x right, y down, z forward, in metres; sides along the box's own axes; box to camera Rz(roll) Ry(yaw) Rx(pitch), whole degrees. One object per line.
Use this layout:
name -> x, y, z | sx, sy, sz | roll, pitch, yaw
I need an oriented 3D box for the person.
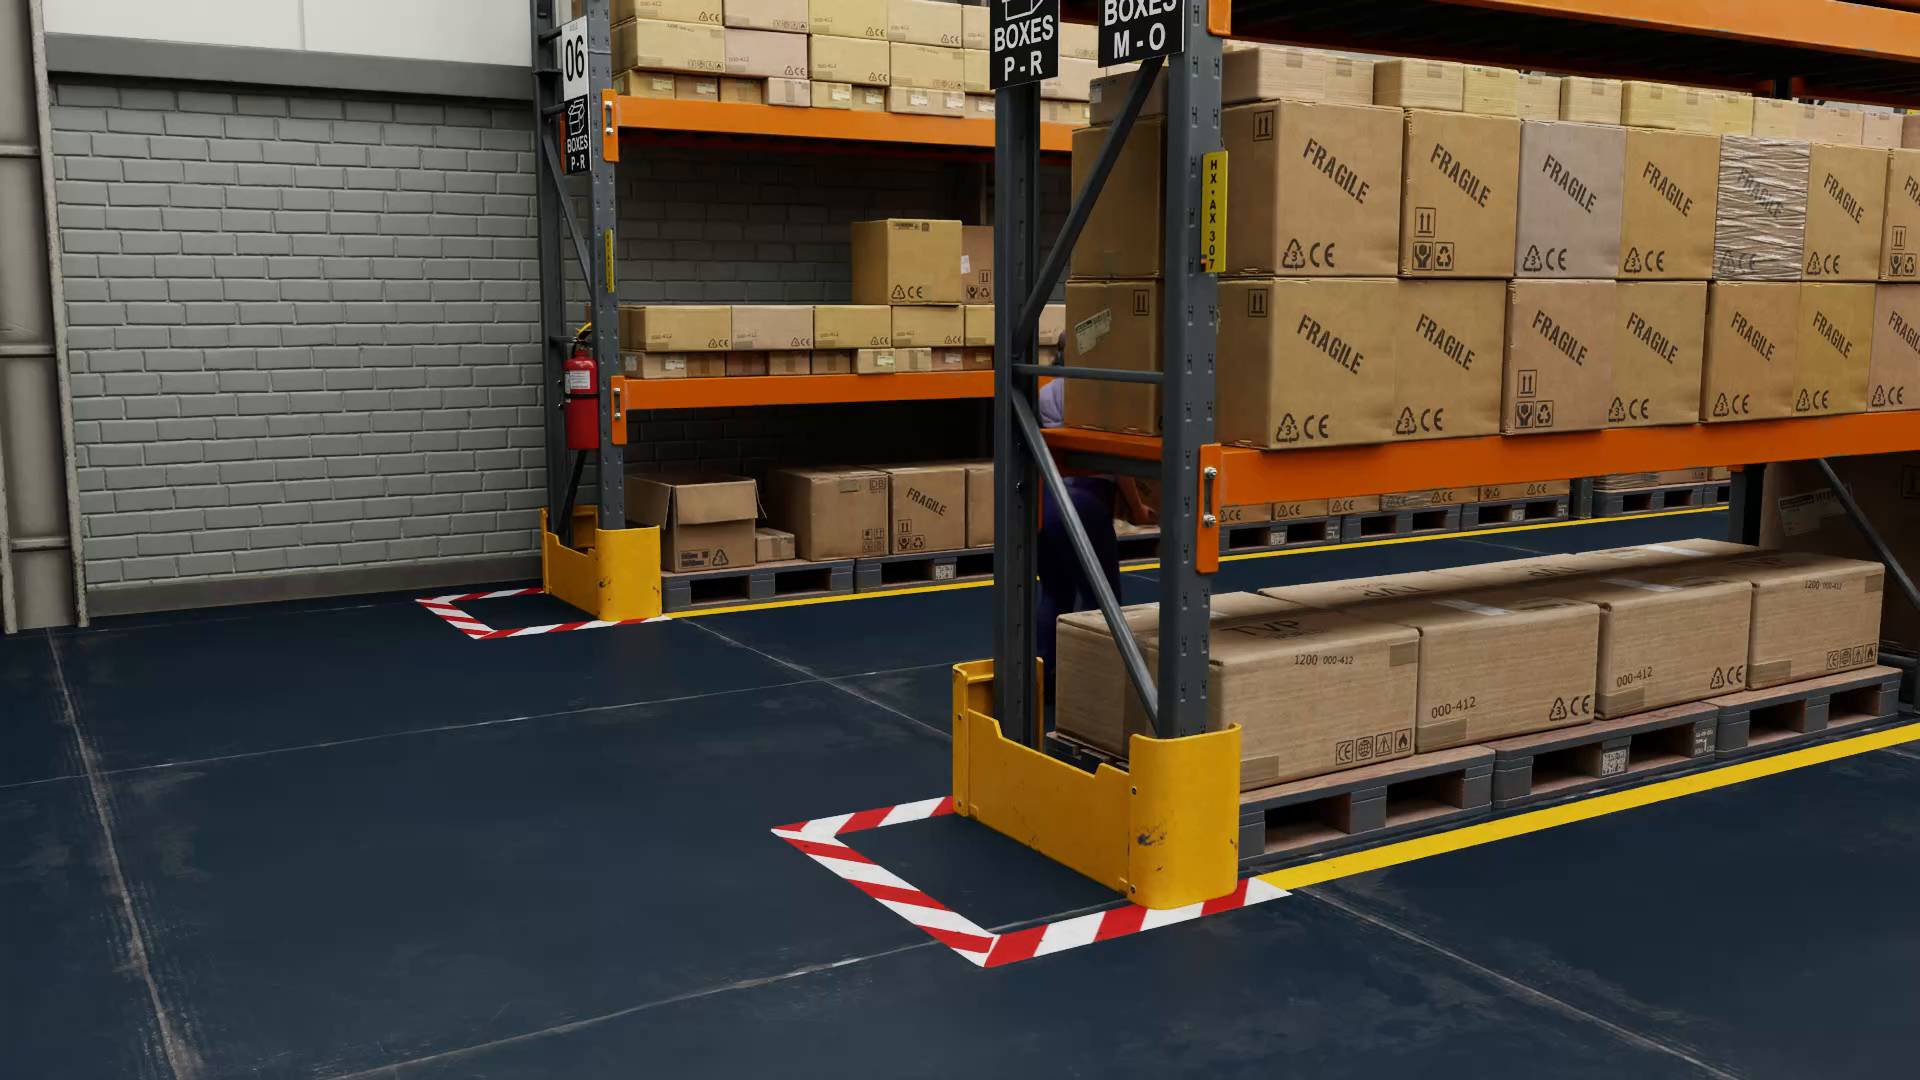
person -> 0.535, -0.096, 7.086 | 0.536, 1.645, 0.434 | -5, 10, -32
